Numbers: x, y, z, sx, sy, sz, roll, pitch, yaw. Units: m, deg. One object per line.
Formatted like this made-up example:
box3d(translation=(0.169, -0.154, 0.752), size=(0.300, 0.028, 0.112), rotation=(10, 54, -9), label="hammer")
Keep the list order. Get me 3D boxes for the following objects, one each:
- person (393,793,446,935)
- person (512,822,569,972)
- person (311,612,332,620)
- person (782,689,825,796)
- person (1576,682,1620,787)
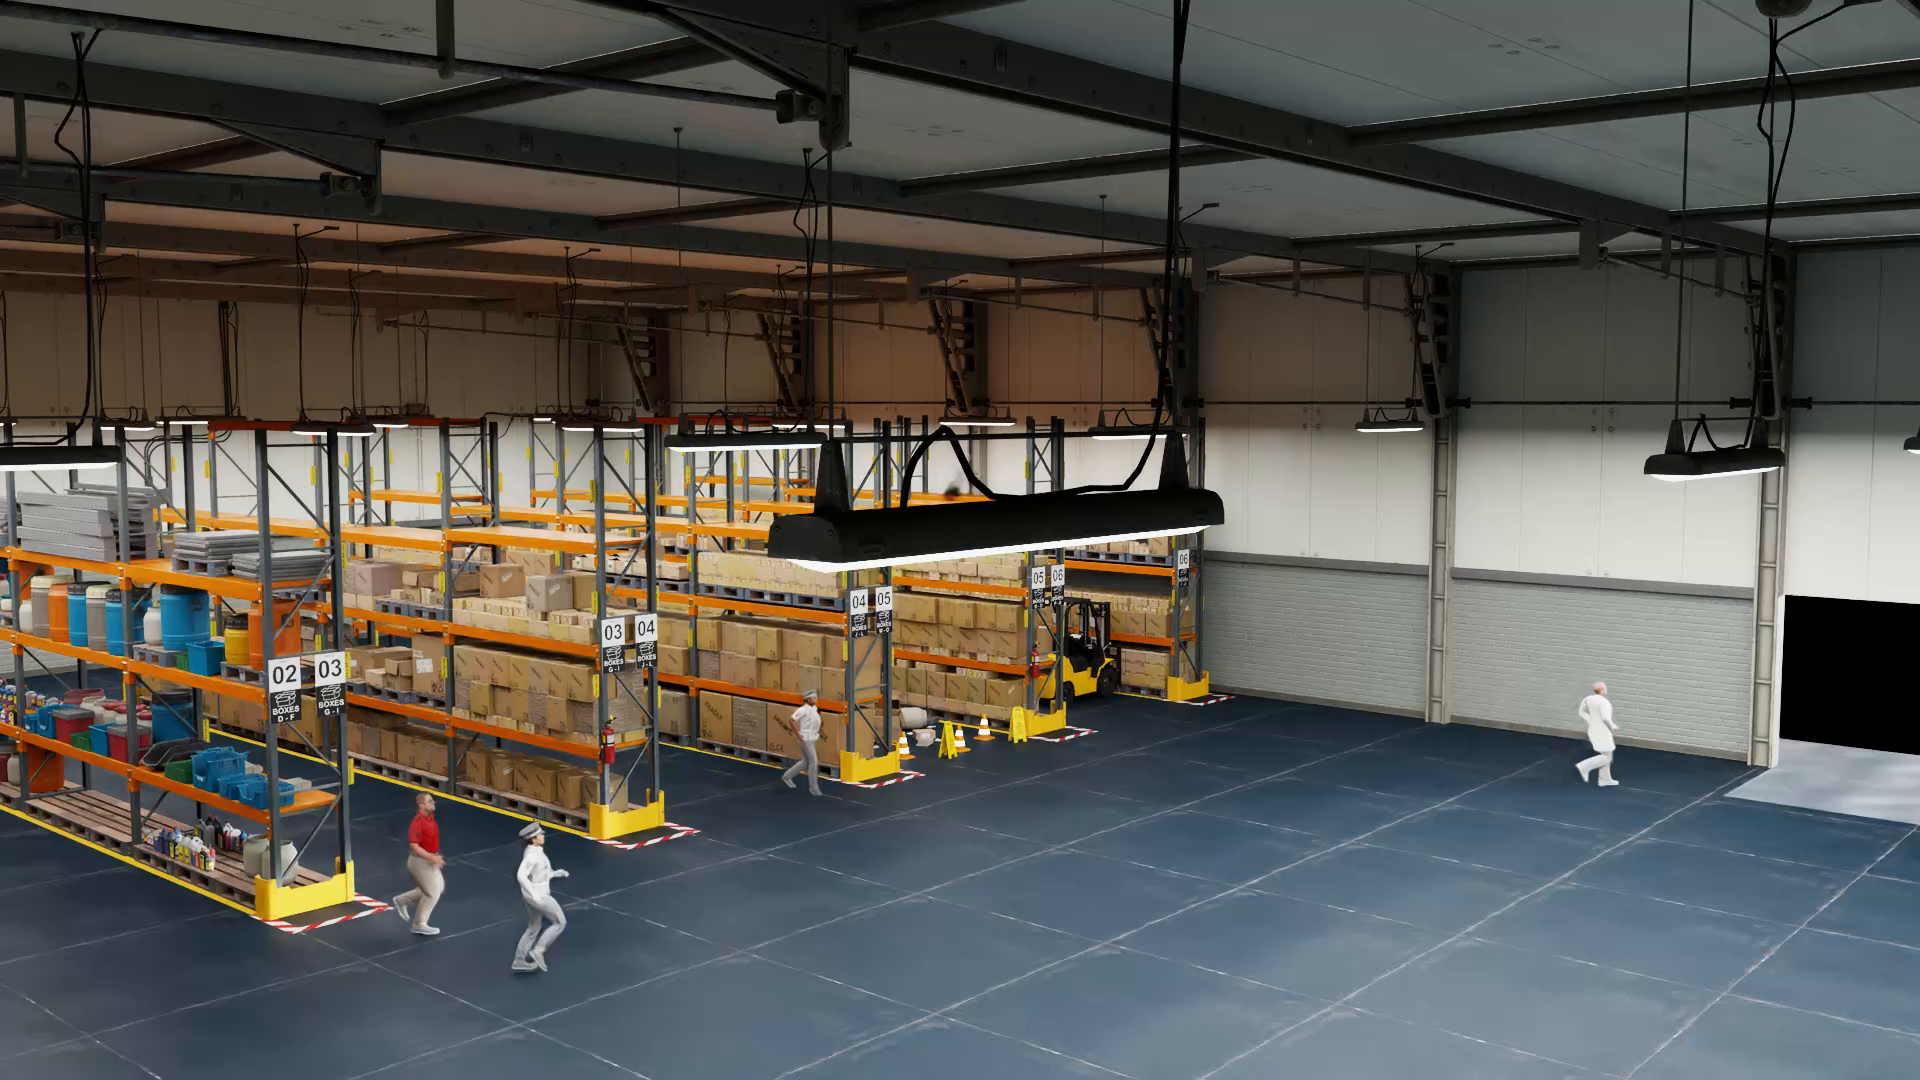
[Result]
box3d(translation=(-6.442, 3.848, 19.827), size=(0.664, 1.690, 0.678), rotation=(-1, 5, -8), label="person")
box3d(translation=(-4.658, 3.950, 18.451), size=(0.644, 1.670, 0.593), rotation=(-2, 5, -25), label="person")
box3d(translation=(-14.861, 2.316, 38.540), size=(0.667, 1.635, 0.859), rotation=(1, 5, 16), label="person")
box3d(translation=(-2.481, 3.280, 26.996), size=(0.774, 1.735, 0.601), rotation=(2, 5, 22), label="person")
box3d(translation=(10.462, 3.191, 27.292), size=(0.820, 1.743, 0.702), rotation=(-1, 5, -13), label="person")
